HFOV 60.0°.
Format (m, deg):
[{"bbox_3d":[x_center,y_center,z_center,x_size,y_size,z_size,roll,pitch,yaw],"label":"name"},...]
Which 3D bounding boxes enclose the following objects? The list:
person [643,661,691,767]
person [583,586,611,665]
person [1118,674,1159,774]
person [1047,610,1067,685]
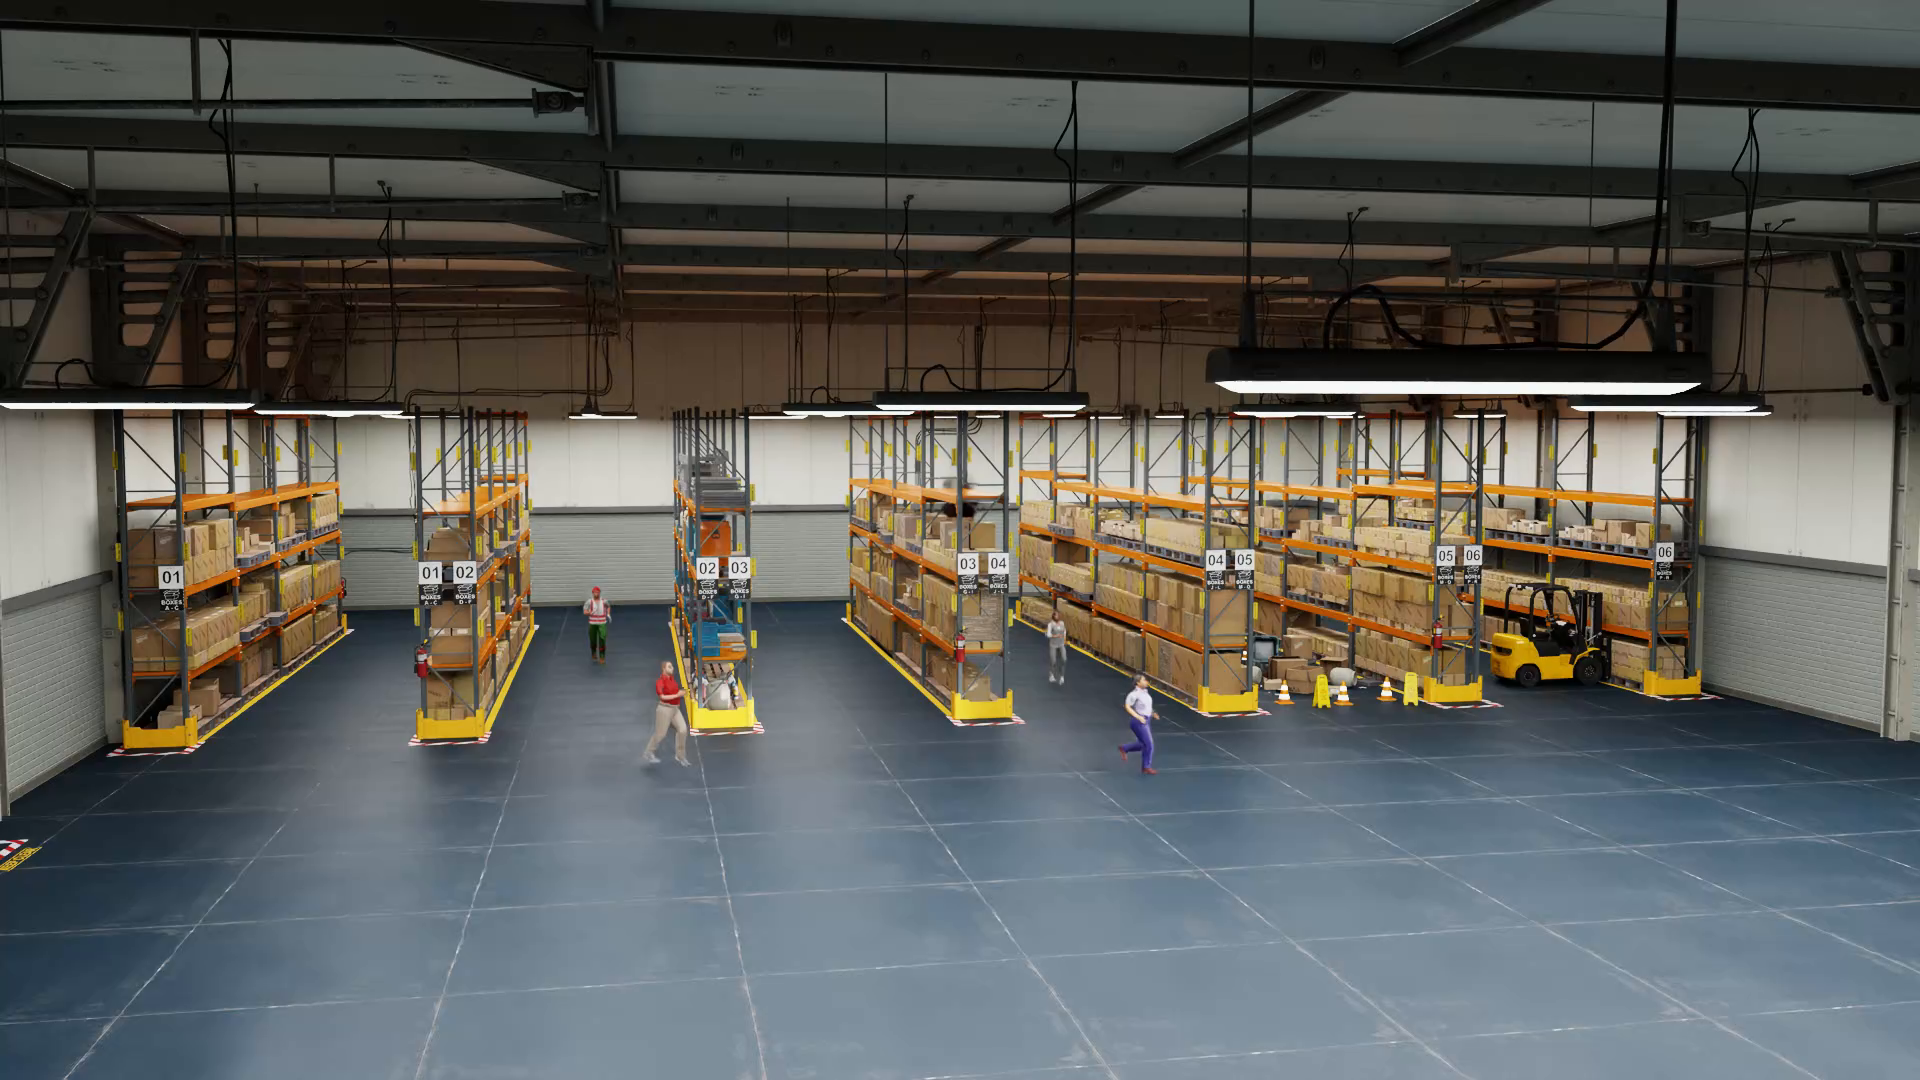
[{"bbox_3d":[-4.872,2.899,27.638,0.808,1.796,0.639,1,4,20],"label":"person"},{"bbox_3d":[-8.588,2.008,39.395,0.655,1.819,0.897,-1,4,-16],"label":"person"},{"bbox_3d":[2.911,2.999,27.168,0.707,1.626,0.607,2,4,25],"label":"person"},{"bbox_3d":[2.124,2.346,36.271,0.507,1.622,0.682,-1,4,-15],"label":"person"}]
